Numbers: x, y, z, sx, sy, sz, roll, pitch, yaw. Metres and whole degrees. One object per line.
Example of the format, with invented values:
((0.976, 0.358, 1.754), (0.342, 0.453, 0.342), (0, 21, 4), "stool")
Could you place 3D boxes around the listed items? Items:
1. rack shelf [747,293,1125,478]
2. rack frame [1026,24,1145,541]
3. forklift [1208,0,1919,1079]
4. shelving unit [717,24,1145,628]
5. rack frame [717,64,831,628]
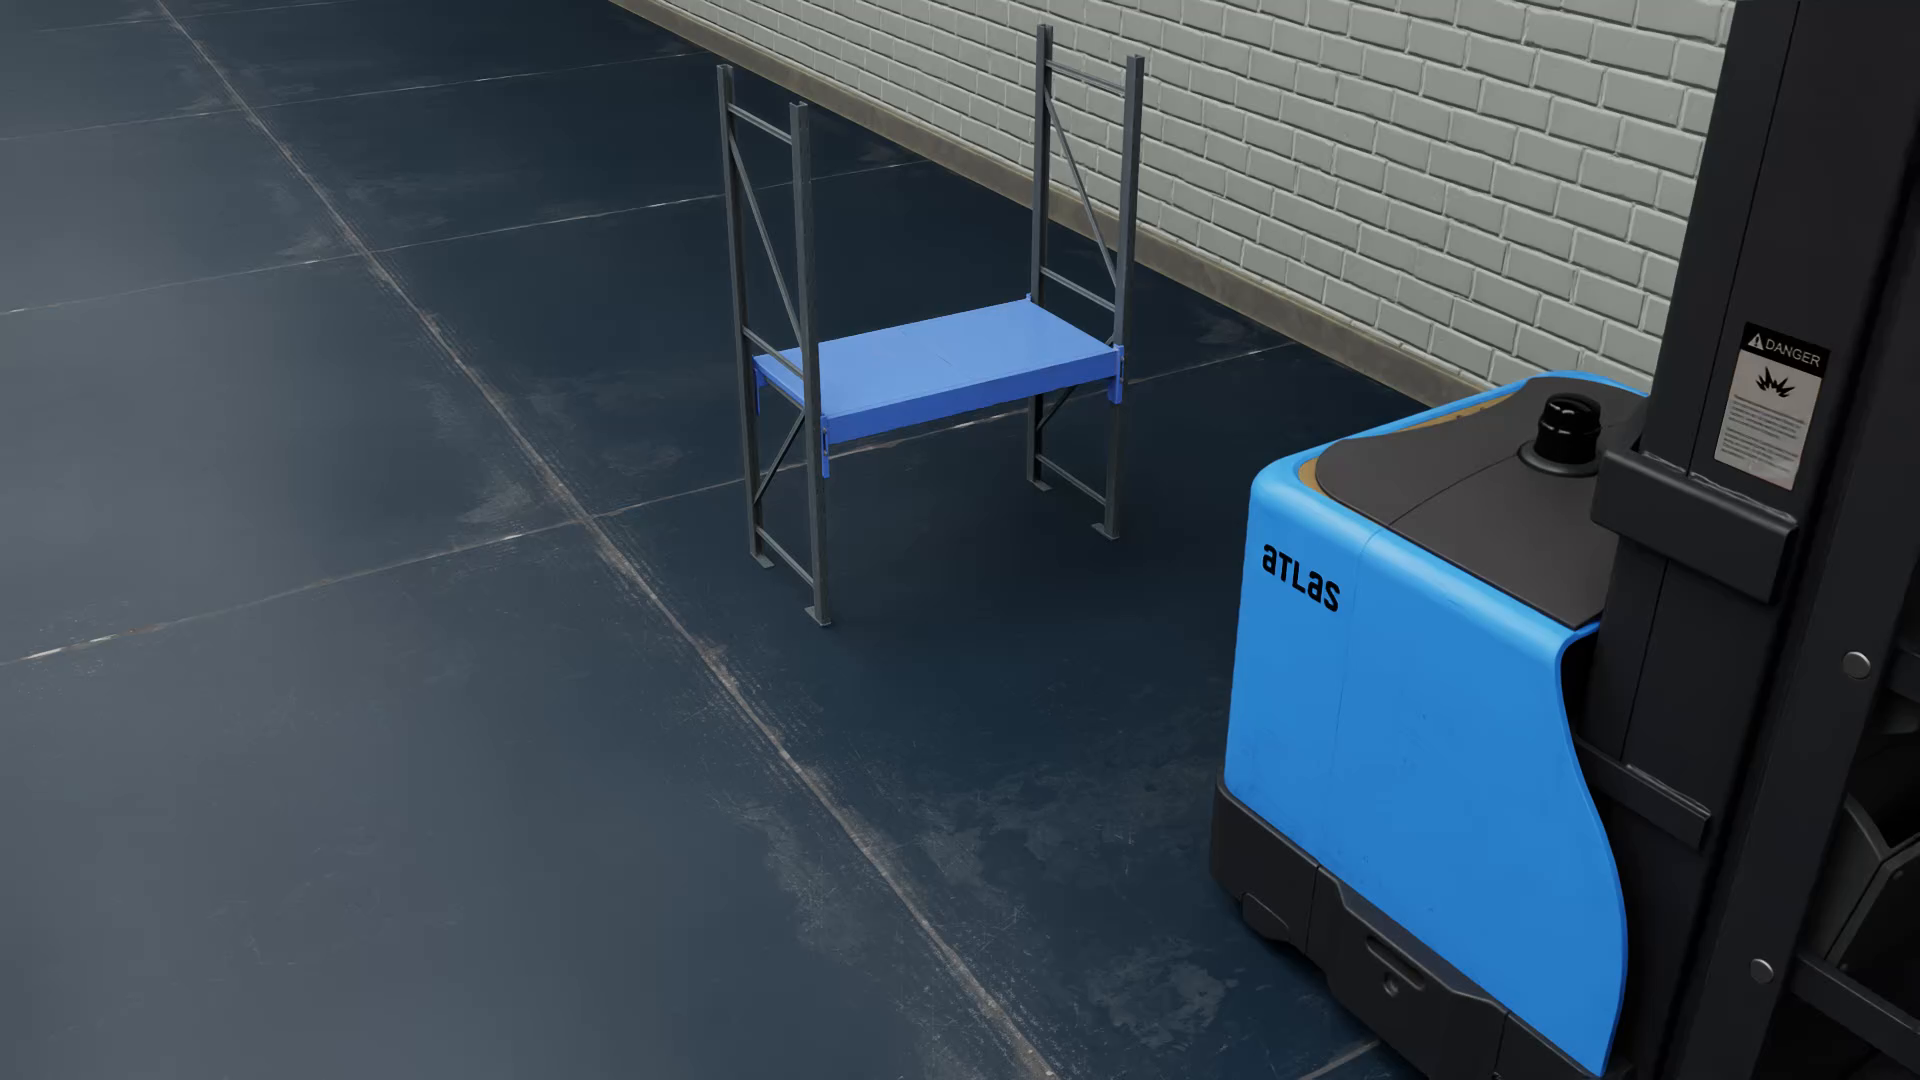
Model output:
((-0.074, -0.478, 4.937), (1.000, 0.185, 0.538), (-16, 33, -26), "rack shelf")
((0.365, -0.760, 5.075), (0.032, 1.500, 0.500), (-16, 33, -26), "rack frame")
((1.791, -0.023, 2.259), (1.130, 2.935, 3.031), (-18, 33, -29), "forklift")
((-0.074, -0.636, 4.850), (1.048, 1.500, 0.538), (-16, 33, -26), "shelving unit")
((-0.512, -0.511, 4.624), (0.032, 1.500, 0.500), (-16, 33, -26), "rack frame")
